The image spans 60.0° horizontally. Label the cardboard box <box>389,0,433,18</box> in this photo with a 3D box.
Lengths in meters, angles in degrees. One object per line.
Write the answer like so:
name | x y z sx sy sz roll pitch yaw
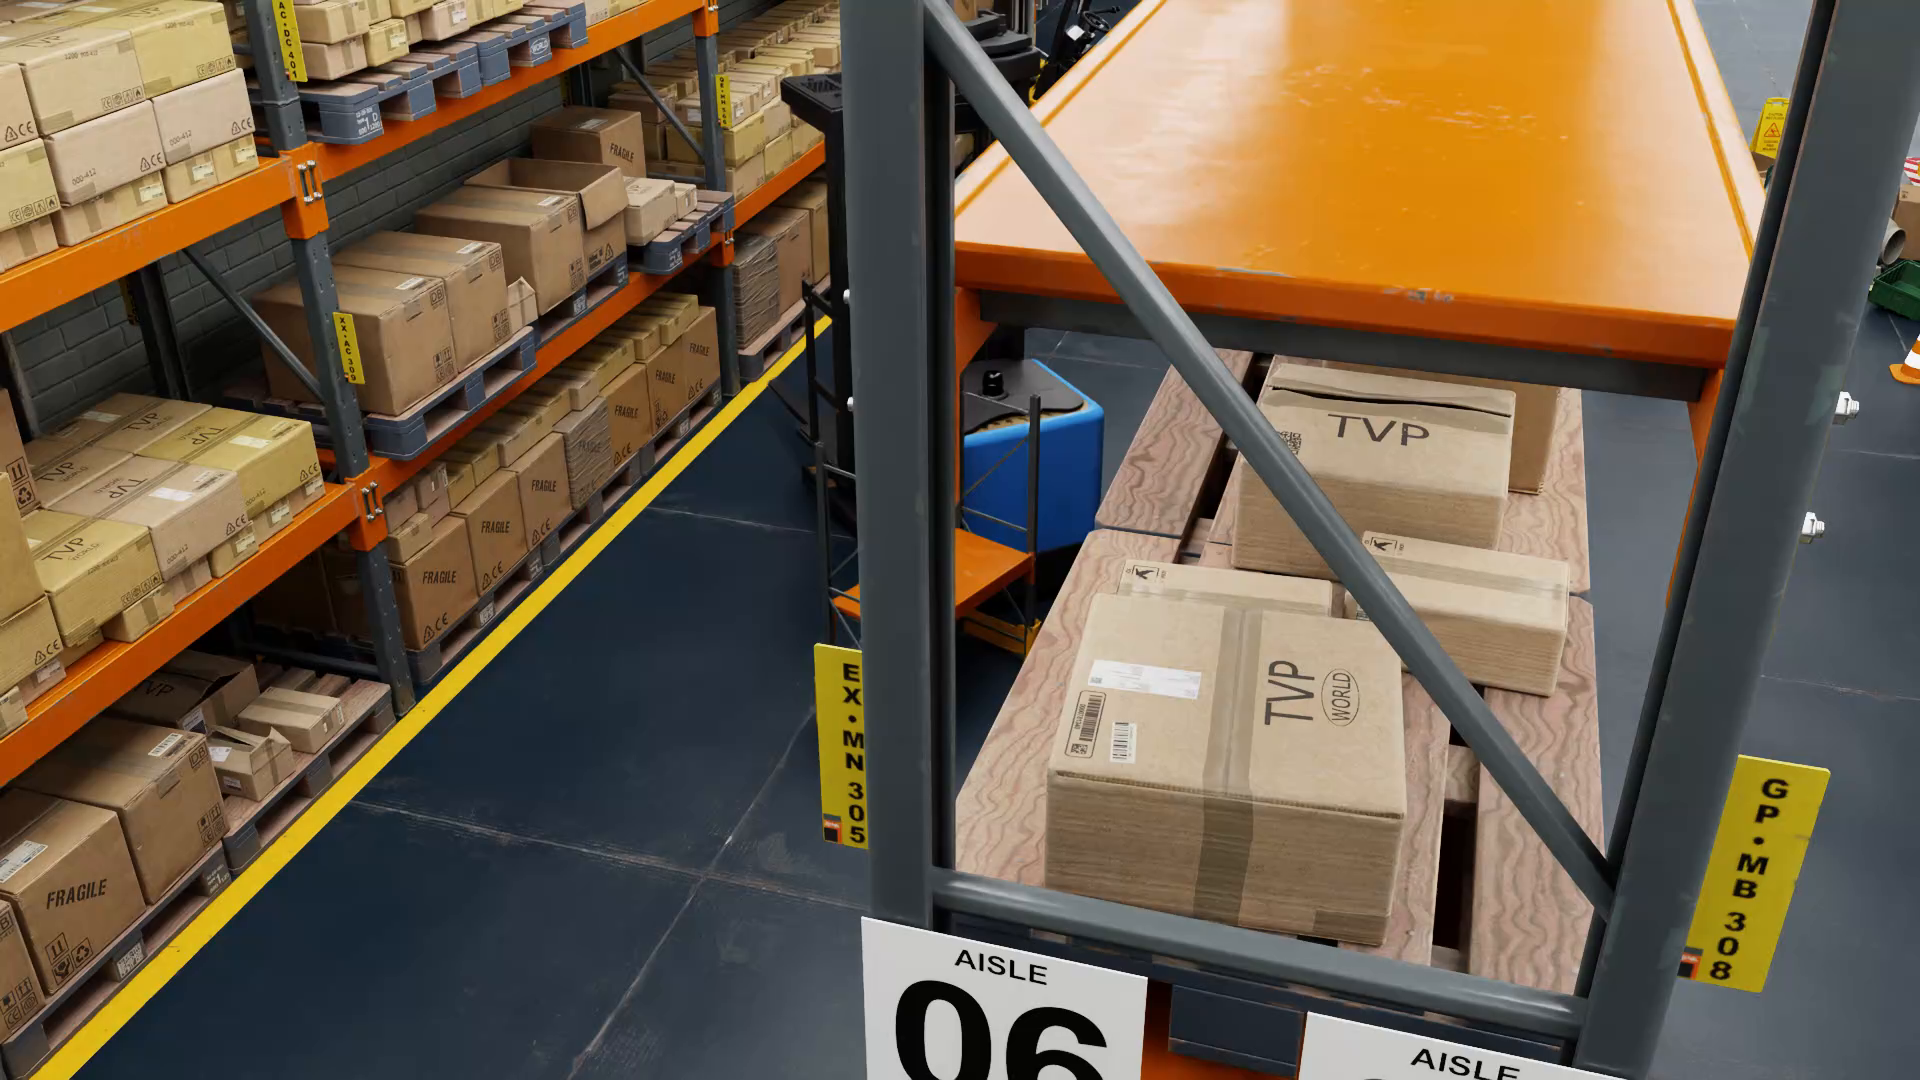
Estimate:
cardboard box | -2.568 -2.414 7.336 0.380 0.149 0.250 8 30 14

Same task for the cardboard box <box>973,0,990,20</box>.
cardboard box | -0.019 -5.175 15.864 0.500 0.500 0.500 9 30 15

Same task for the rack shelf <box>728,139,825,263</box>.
rack shelf | -1.439 -3.008 12.811 1.077 0.370 4.000 8 30 15

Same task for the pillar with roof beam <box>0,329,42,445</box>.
pillar with roof beam | -0.150 -2.346 4.710 9.100 9.000 0.400 8 30 15

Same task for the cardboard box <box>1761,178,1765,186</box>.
cardboard box | 6.707 -2.759 14.052 0.797 0.637 0.503 8 30 15

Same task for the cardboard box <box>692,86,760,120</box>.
cardboard box | -1.573 -2.950 11.197 0.380 0.149 0.250 9 30 16

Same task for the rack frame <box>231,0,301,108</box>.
rack frame | -3.200 -3.155 6.165 1.000 3.000 0.127 8 30 15

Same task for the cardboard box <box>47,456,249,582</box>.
cardboard box | -3.249 -0.092 6.677 0.500 0.250 0.500 9 30 15

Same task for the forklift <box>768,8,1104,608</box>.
forklift | -0.323 -1.576 9.569 1.130 2.935 3.031 -14 32 -23

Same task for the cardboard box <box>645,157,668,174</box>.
cardboard box | -2.138 -2.572 11.443 0.500 0.250 0.500 8 30 14

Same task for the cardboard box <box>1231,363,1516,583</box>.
cardboard box | 0.860 -0.156 3.416 0.500 0.311 0.500 9 30 16

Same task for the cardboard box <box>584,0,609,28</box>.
cardboard box | -2.238 -2.898 8.943 0.500 0.250 0.500 9 30 15

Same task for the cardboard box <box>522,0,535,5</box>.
cardboard box | -2.305 -2.762 8.267 0.380 0.149 0.250 9 30 16

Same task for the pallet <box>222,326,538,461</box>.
pallet | -2.861 -0.805 8.310 1.003 0.211 1.213 8 30 15

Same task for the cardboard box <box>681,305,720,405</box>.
cardboard box | -1.944 -1.256 11.062 0.500 0.500 0.500 9 30 16

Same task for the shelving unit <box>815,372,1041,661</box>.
shelving unit | -0.138 0.102 8.025 0.587 1.500 1.083 21 35 32

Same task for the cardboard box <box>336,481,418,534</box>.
cardboard box | -2.898 -0.176 8.146 0.380 0.149 0.250 8 30 14

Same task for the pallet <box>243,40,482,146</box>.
pallet | -2.941 -2.055 7.467 1.213 0.211 1.003 8 30 15

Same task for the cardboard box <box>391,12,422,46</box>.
cardboard box | -2.642 -2.291 7.421 0.380 0.149 0.250 9 30 15

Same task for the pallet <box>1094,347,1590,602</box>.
pallet | 0.936 -0.155 3.949 1.003 0.211 1.213 8 30 15

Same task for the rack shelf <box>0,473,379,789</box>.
rack shelf | -3.787 0.710 6.128 1.077 0.370 4.000 8 30 15

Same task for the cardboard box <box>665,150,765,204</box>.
cardboard box | -1.662 -2.498 11.310 0.500 0.250 0.500 9 30 15

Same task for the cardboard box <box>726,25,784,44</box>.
cardboard box | -1.584 -3.861 12.835 0.380 0.149 0.250 8 30 14

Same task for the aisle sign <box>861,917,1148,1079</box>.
aisle sign | 0.055 0.885 2.399 0.394 0.787 0.004 8 30 15

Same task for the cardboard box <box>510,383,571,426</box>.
cardboard box | -2.465 -0.782 9.543 0.380 0.149 0.250 9 30 15

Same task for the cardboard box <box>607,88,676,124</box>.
cardboard box | -2.124 -2.900 11.107 0.380 0.149 0.250 9 30 16

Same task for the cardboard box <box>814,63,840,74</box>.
cardboard box | -1.217 -3.431 12.472 0.500 0.250 0.500 9 30 16

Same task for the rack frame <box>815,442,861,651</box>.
rack frame | -0.443 0.294 7.679 0.500 1.500 0.032 21 35 32

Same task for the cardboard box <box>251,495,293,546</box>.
cardboard box | -3.108 -0.115 7.130 0.380 0.149 0.250 9 30 16

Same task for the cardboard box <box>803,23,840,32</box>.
cardboard box | -1.007 -3.905 12.915 0.380 0.149 0.250 8 30 14

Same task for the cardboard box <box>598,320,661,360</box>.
cardboard box | -2.098 -1.254 10.391 0.380 0.149 0.250 7 30 13

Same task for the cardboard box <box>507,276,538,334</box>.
cardboard box | -2.425 -1.249 8.616 0.396 0.266 0.258 10 31 17

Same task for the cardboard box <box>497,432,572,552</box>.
cardboard box | -2.545 -0.298 9.339 0.500 0.500 0.500 8 30 13

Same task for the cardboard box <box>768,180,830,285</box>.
cardboard box | -1.448 -2.444 13.068 0.875 0.625 0.625 7 30 13

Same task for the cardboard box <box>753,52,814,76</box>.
cardboard box | -1.282 -3.427 12.055 0.380 0.149 0.250 9 30 16

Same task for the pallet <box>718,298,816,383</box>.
pallet | -1.747 -1.551 12.321 1.003 0.211 1.213 8 30 15

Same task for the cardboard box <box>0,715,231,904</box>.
cardboard box | -3.511 1.089 6.846 0.700 0.500 0.500 7 30 13

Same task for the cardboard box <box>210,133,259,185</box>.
cardboard box | -3.023 -1.525 6.579 0.380 0.149 0.250 8 30 15

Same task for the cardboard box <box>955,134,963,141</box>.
cardboard box | -0.268 -3.867 15.498 0.500 0.250 0.500 8 30 15

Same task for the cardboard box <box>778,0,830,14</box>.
cardboard box | -1.289 -4.329 13.676 0.380 0.149 0.250 7 30 13

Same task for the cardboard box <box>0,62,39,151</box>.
cardboard box | -3.415 -1.387 5.406 0.500 0.250 0.500 9 30 16

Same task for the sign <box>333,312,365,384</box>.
sign | -2.679 -0.838 7.280 0.100 0.325 0.005 8 30 15

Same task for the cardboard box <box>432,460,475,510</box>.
cardboard box | -2.768 -0.298 8.671 0.380 0.149 0.250 7 30 12

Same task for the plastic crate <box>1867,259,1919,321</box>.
plastic crate | 7.455 -1.949 13.002 0.662 0.188 0.450 -24 47 -37

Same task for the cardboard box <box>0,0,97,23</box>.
cardboard box | -3.617 -1.938 6.396 0.500 0.250 0.500 8 30 14

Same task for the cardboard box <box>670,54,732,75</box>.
cardboard box | -1.863 -3.383 11.976 0.380 0.149 0.250 8 30 15

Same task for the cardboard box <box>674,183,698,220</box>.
cardboard box | -1.852 -2.106 10.277 0.380 0.149 0.250 9 30 16

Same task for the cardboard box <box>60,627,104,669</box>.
cardboard box | -3.494 0.353 6.287 0.380 0.149 0.250 9 30 16

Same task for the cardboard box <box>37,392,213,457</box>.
cardboard box | -3.603 -0.406 7.243 0.500 0.250 0.500 8 30 14

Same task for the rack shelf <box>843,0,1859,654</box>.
rack shelf | 0.959 -1.030 3.496 1.077 0.370 4.000 8 30 15

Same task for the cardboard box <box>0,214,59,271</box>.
cardboard box | -3.368 -1.055 5.734 0.380 0.149 0.250 10 30 17
